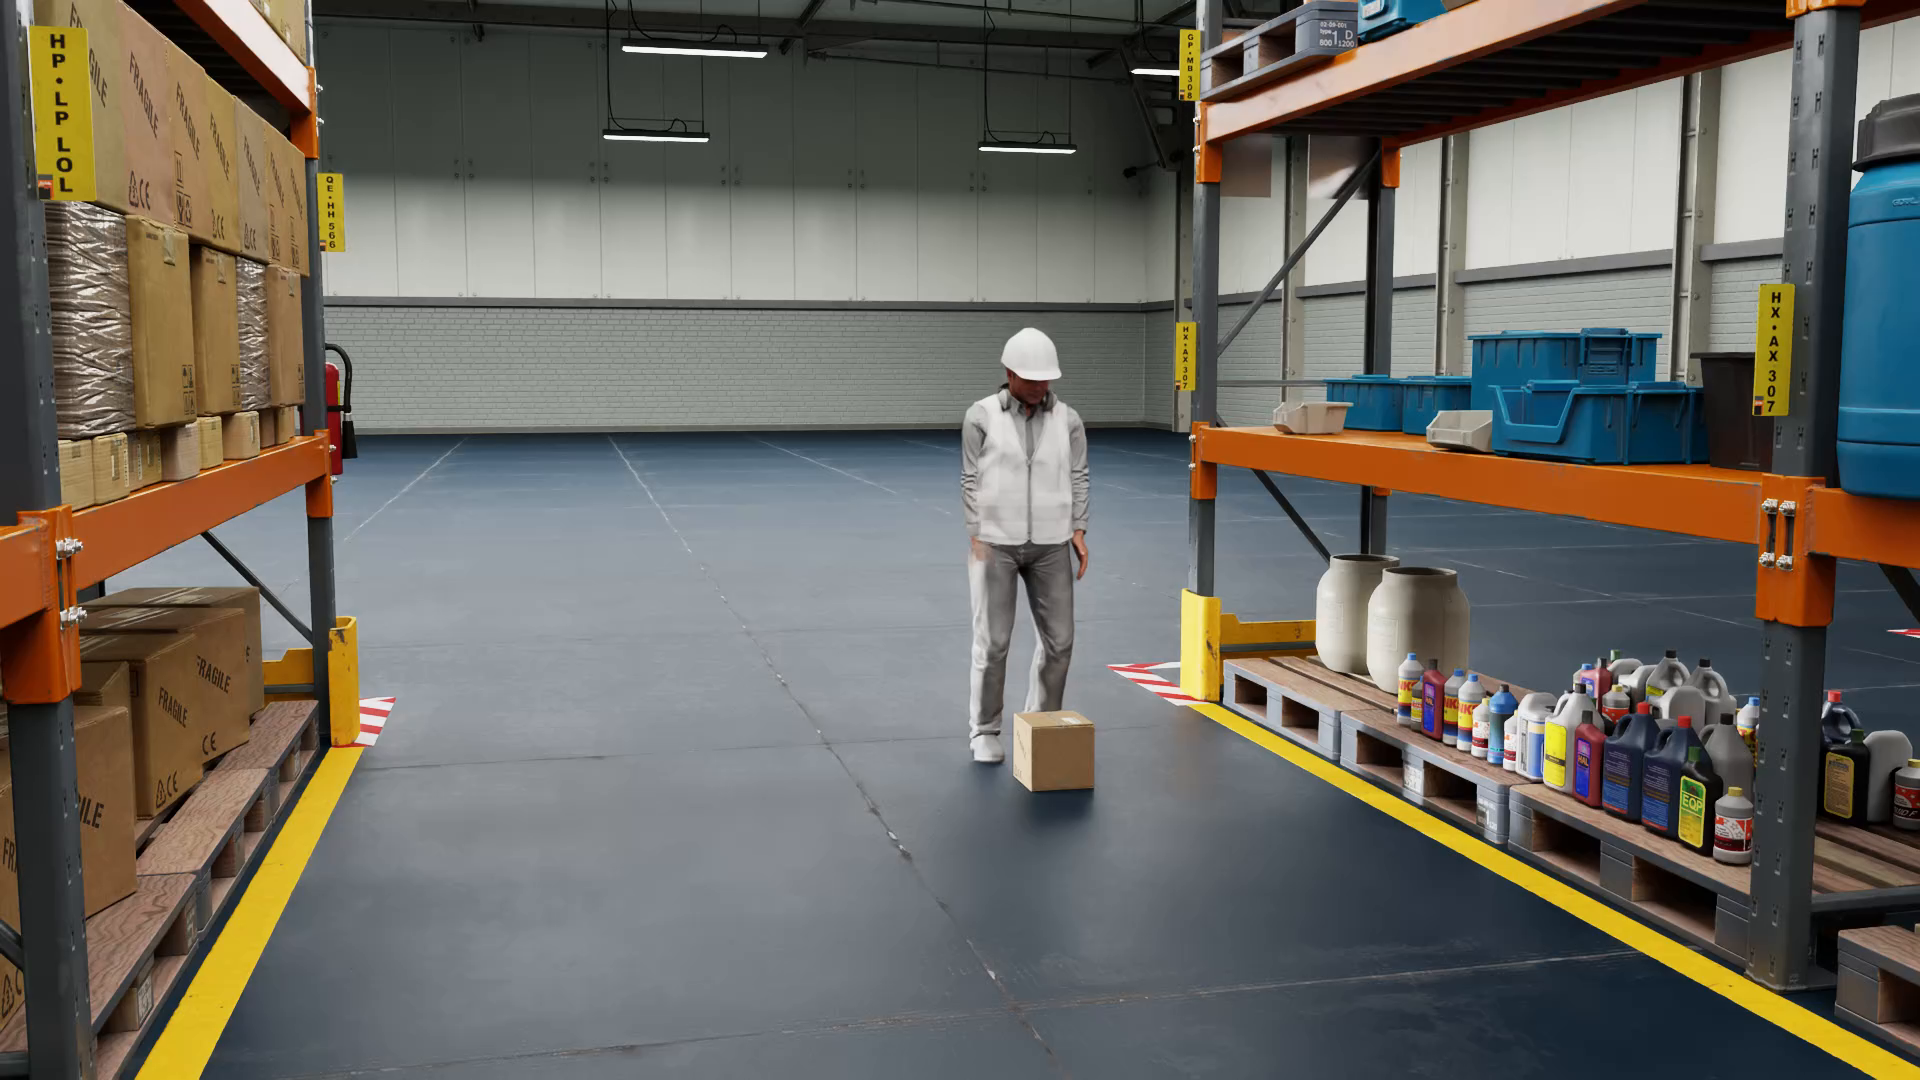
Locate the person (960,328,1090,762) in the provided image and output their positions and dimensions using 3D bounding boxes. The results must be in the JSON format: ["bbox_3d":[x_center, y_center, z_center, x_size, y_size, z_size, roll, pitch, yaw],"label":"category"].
[{"bbox_3d":[0.272,0.018,6.787,0.543,1.754,0.400,-1,6,-12],"label":"person"}]
